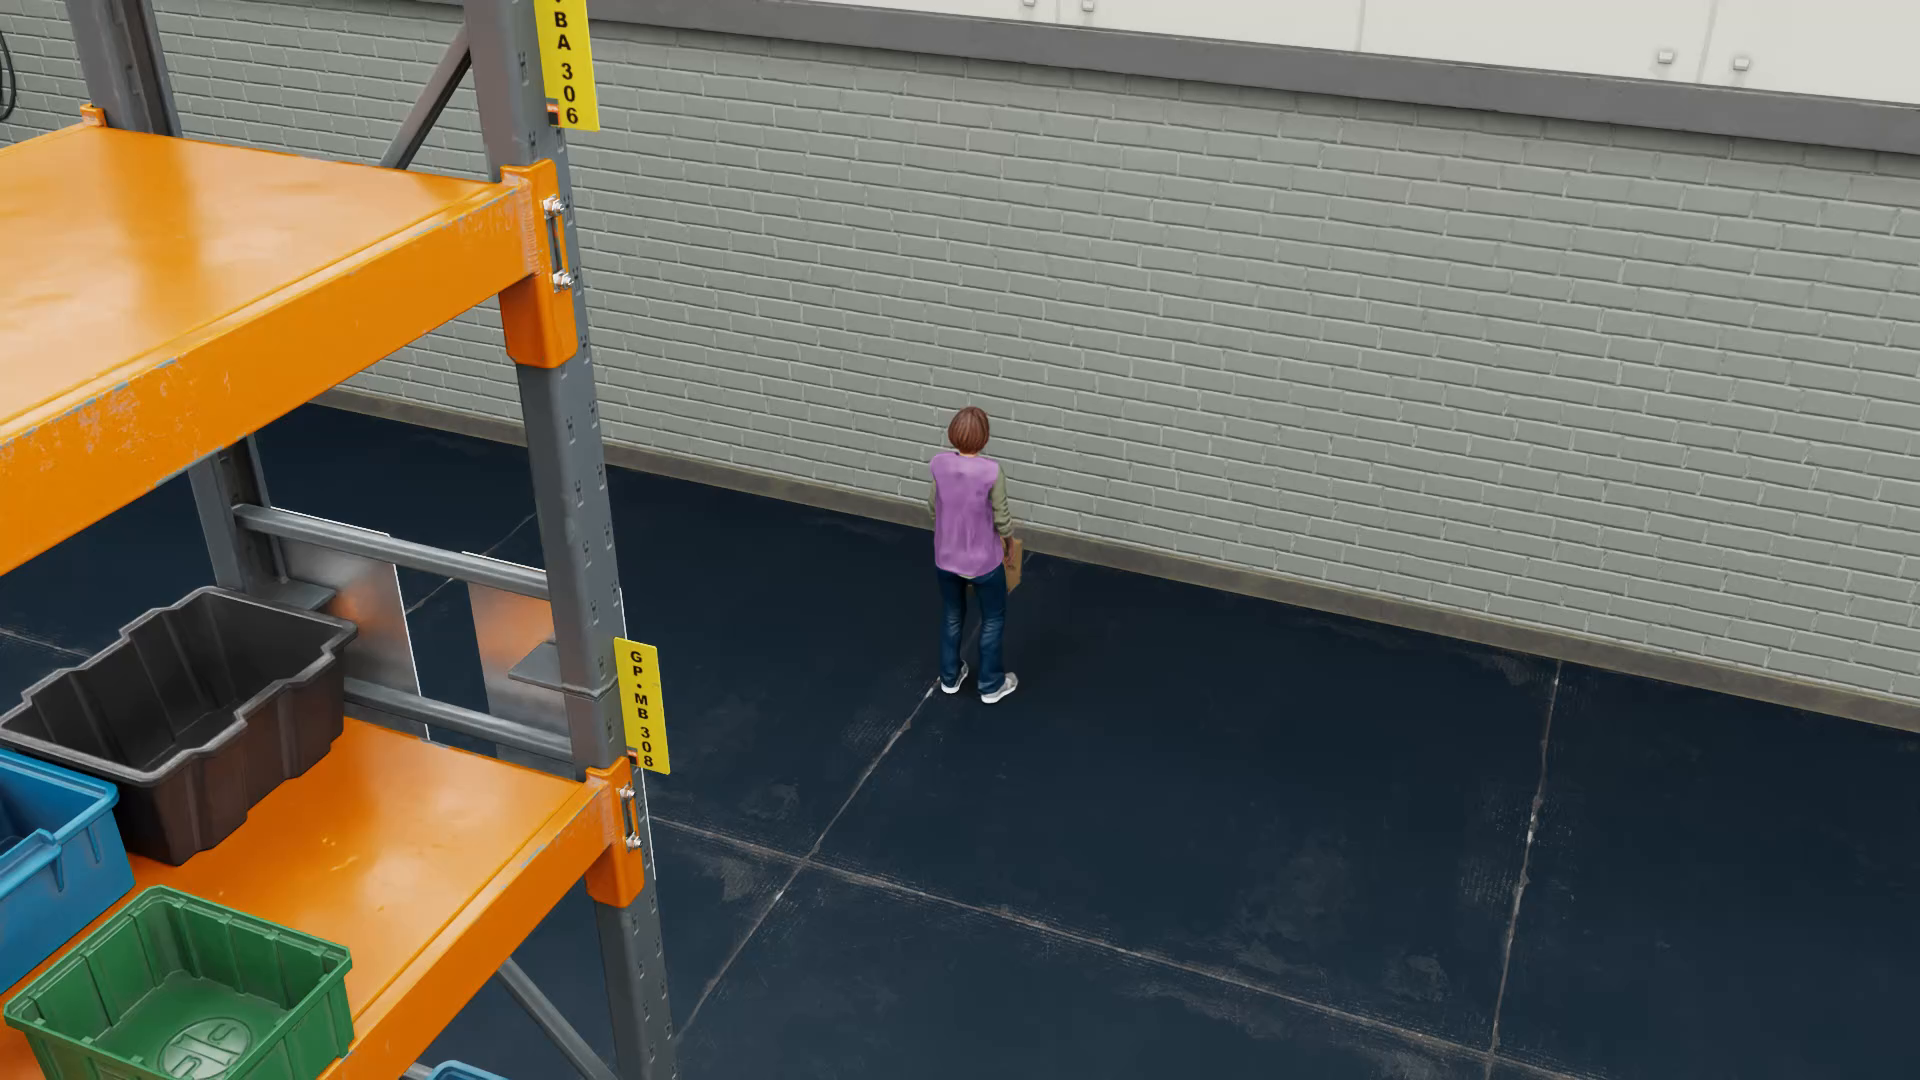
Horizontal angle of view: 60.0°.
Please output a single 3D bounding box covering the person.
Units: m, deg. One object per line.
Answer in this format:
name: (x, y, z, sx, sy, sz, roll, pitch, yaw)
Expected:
person: (0.053, 0.080, 8.250, 0.447, 1.600, 0.347, 13, 32, 21)
